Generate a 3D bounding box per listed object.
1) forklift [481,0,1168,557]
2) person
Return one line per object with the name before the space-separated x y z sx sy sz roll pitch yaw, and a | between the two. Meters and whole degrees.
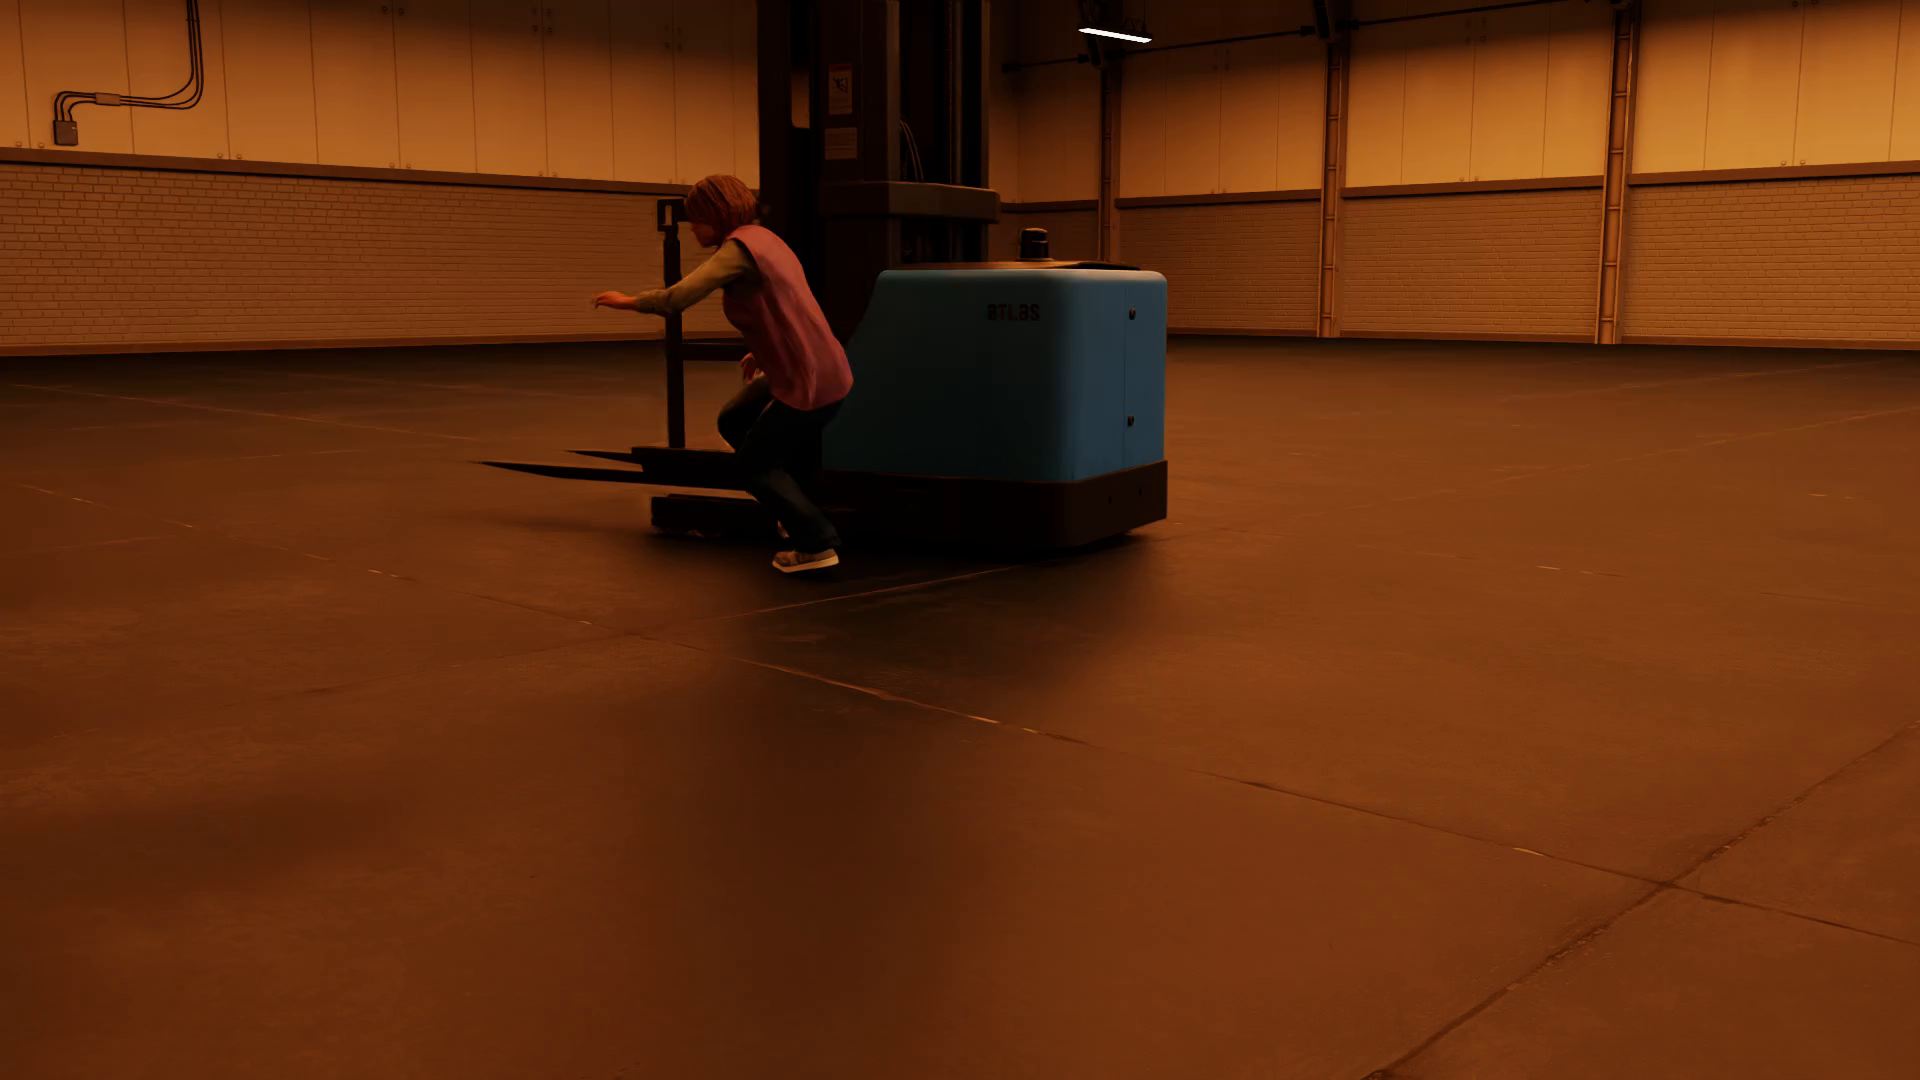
forklift | -0.692 -1.518 6.958 3.031 2.935 1.130 5 10 28
person | -0.763 -0.535 5.657 0.838 1.366 0.916 0 9 3
